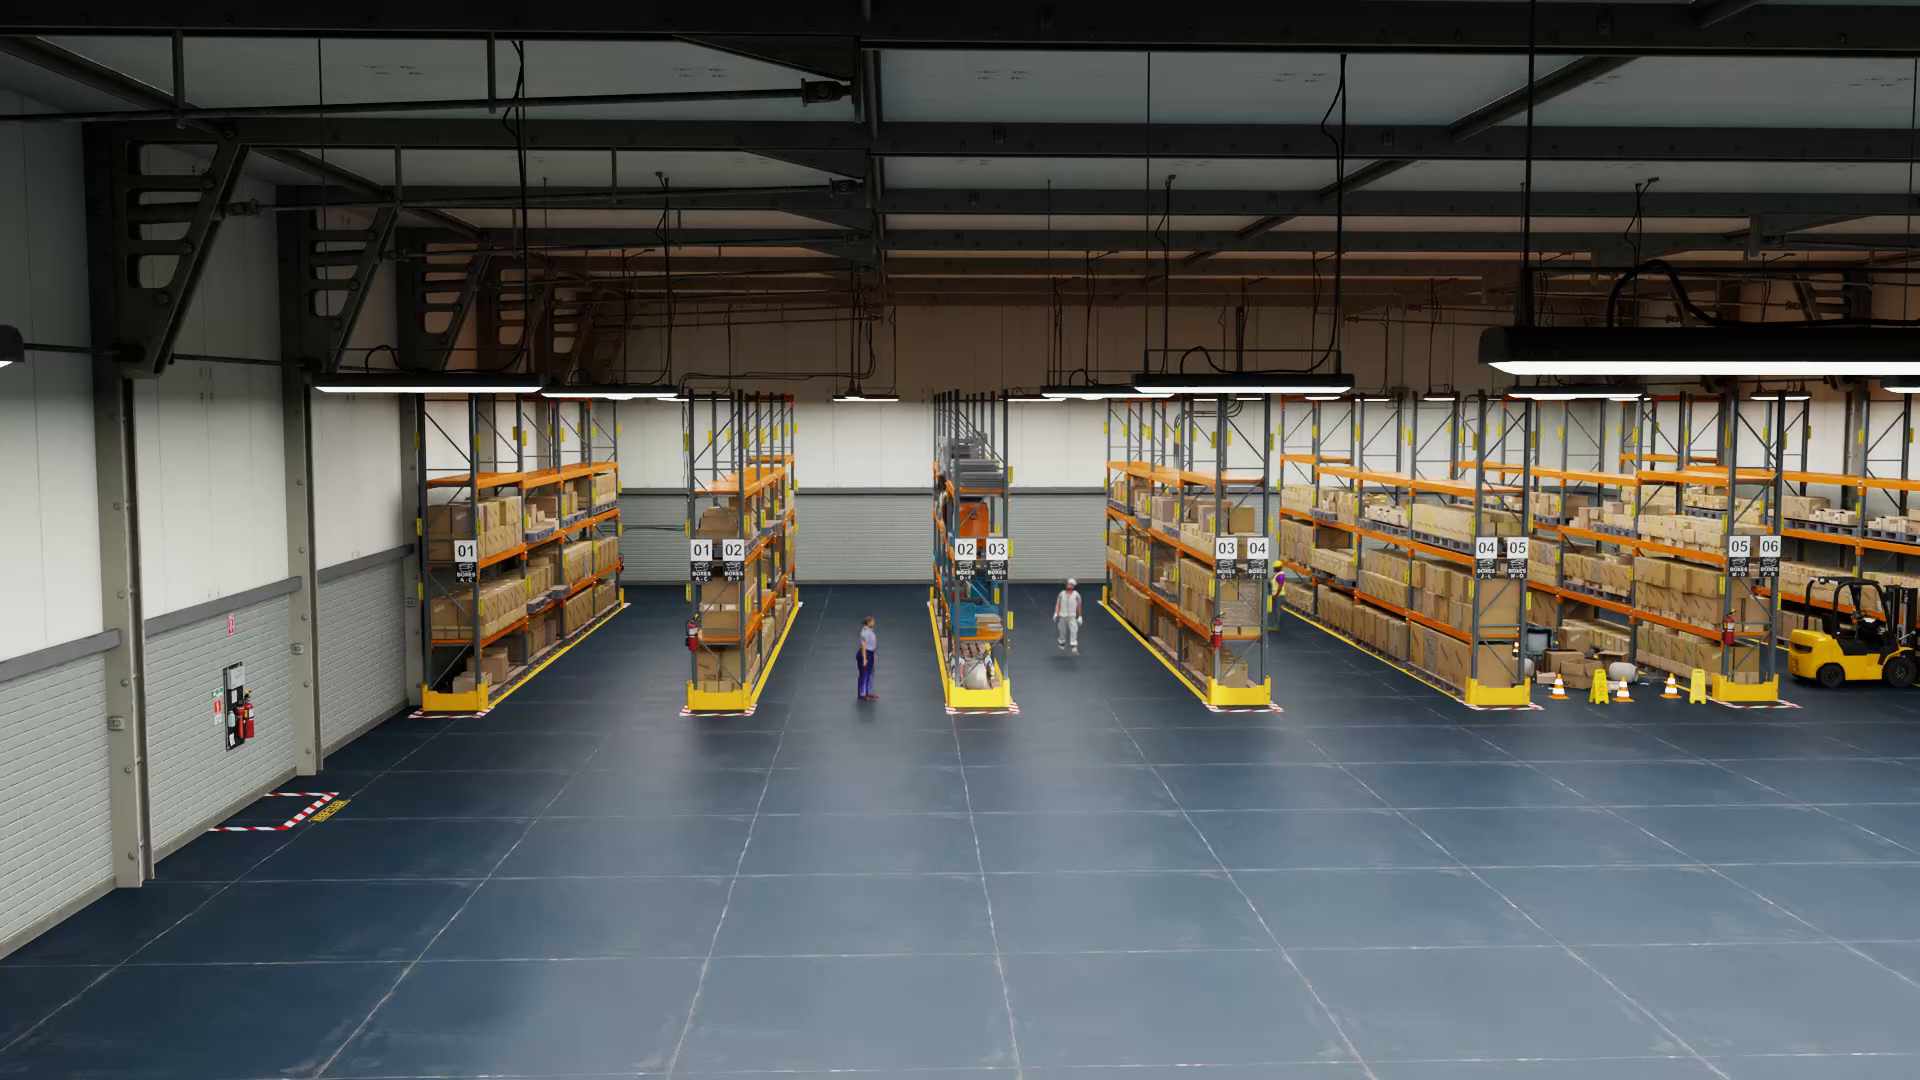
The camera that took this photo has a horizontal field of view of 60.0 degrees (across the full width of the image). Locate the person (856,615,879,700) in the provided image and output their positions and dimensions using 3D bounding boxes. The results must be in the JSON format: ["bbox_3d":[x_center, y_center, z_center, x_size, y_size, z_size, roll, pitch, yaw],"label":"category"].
[{"bbox_3d":[-1.809,2.275,32.234,0.397,1.655,0.507,1,5,10],"label":"person"}]

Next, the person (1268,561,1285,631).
[{"bbox_3d":[7.980,1.410,41.973,0.408,1.775,0.584,0,5,2],"label":"person"}]

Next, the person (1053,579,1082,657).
[{"bbox_3d":[2.435,1.744,37.442,0.684,1.727,1.017,-1,5,-9],"label":"person"}]
